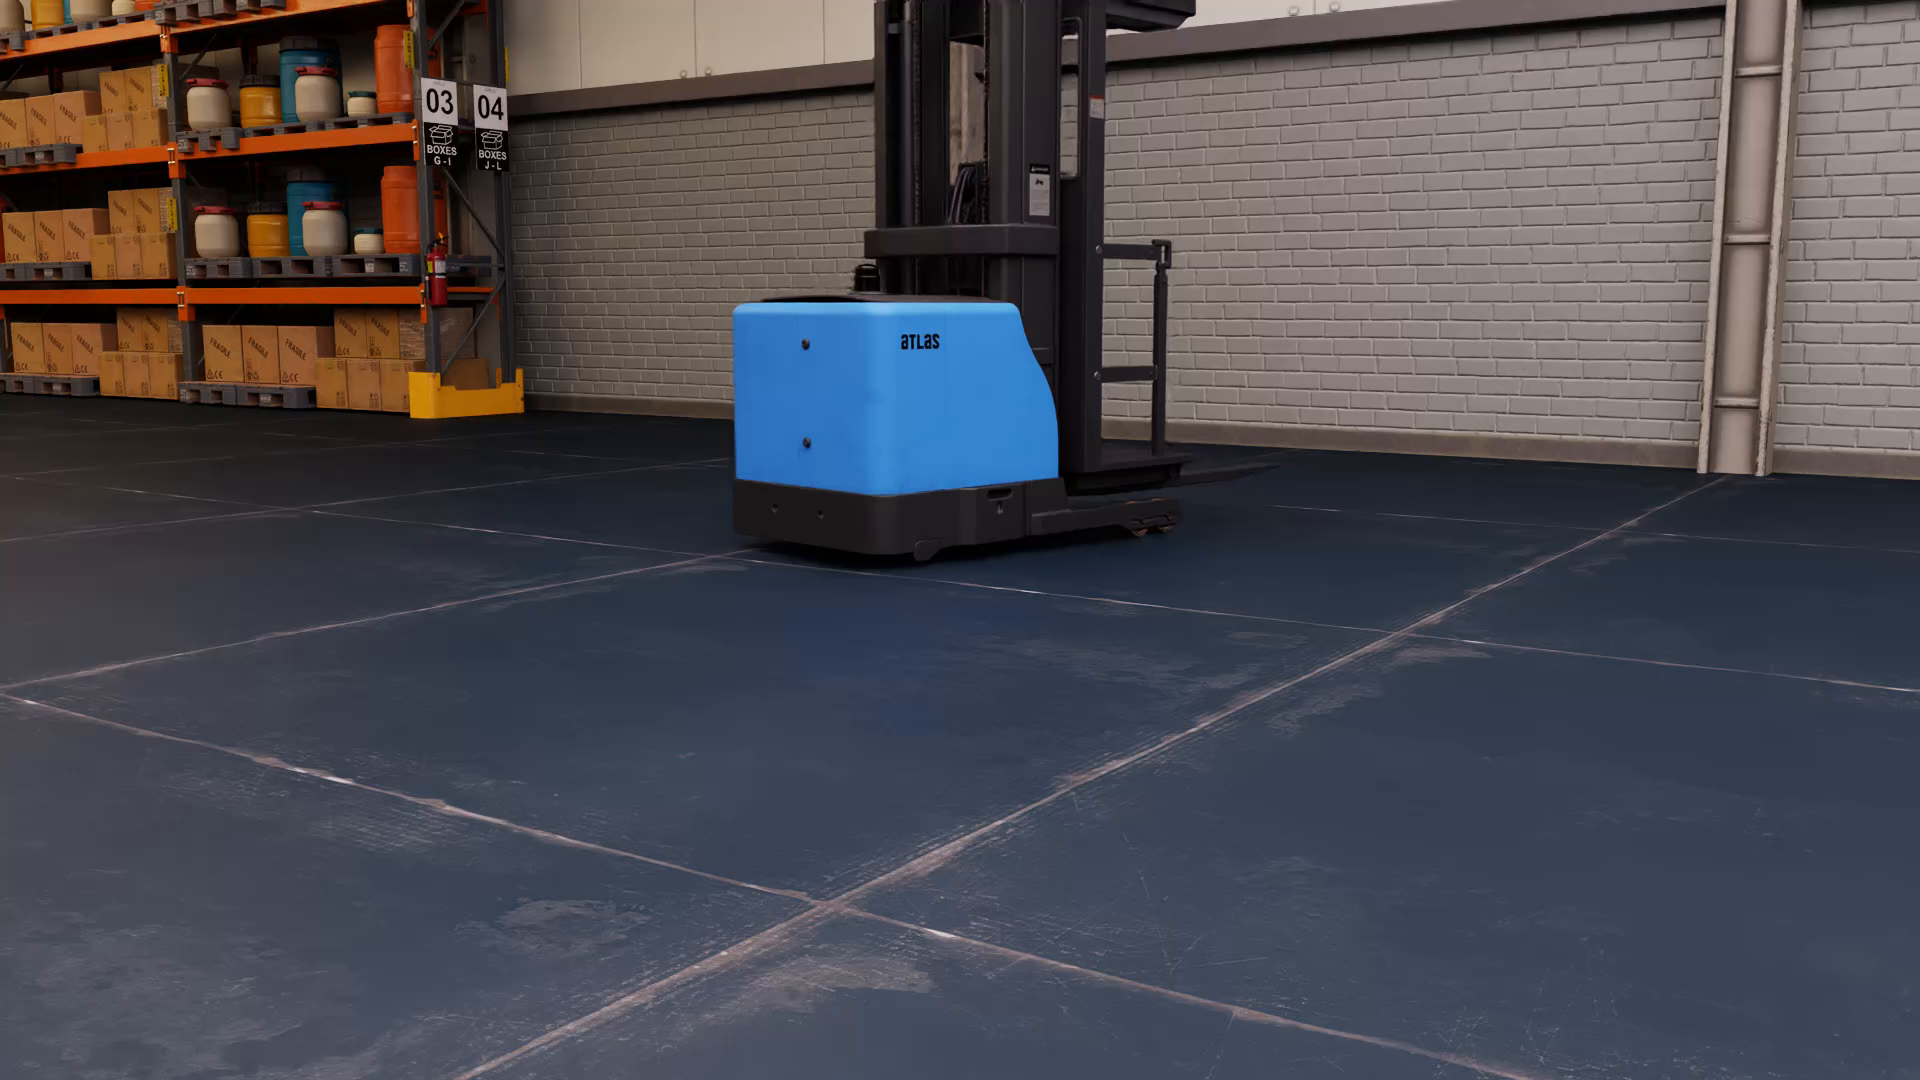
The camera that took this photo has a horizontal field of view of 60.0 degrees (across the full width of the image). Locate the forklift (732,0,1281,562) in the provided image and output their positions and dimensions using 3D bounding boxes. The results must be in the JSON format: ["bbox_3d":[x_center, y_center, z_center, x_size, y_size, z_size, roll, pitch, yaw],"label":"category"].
[{"bbox_3d":[0.397,-1.515,7.846,3.031,2.935,1.130,-8,11,-44],"label":"forklift"}]
